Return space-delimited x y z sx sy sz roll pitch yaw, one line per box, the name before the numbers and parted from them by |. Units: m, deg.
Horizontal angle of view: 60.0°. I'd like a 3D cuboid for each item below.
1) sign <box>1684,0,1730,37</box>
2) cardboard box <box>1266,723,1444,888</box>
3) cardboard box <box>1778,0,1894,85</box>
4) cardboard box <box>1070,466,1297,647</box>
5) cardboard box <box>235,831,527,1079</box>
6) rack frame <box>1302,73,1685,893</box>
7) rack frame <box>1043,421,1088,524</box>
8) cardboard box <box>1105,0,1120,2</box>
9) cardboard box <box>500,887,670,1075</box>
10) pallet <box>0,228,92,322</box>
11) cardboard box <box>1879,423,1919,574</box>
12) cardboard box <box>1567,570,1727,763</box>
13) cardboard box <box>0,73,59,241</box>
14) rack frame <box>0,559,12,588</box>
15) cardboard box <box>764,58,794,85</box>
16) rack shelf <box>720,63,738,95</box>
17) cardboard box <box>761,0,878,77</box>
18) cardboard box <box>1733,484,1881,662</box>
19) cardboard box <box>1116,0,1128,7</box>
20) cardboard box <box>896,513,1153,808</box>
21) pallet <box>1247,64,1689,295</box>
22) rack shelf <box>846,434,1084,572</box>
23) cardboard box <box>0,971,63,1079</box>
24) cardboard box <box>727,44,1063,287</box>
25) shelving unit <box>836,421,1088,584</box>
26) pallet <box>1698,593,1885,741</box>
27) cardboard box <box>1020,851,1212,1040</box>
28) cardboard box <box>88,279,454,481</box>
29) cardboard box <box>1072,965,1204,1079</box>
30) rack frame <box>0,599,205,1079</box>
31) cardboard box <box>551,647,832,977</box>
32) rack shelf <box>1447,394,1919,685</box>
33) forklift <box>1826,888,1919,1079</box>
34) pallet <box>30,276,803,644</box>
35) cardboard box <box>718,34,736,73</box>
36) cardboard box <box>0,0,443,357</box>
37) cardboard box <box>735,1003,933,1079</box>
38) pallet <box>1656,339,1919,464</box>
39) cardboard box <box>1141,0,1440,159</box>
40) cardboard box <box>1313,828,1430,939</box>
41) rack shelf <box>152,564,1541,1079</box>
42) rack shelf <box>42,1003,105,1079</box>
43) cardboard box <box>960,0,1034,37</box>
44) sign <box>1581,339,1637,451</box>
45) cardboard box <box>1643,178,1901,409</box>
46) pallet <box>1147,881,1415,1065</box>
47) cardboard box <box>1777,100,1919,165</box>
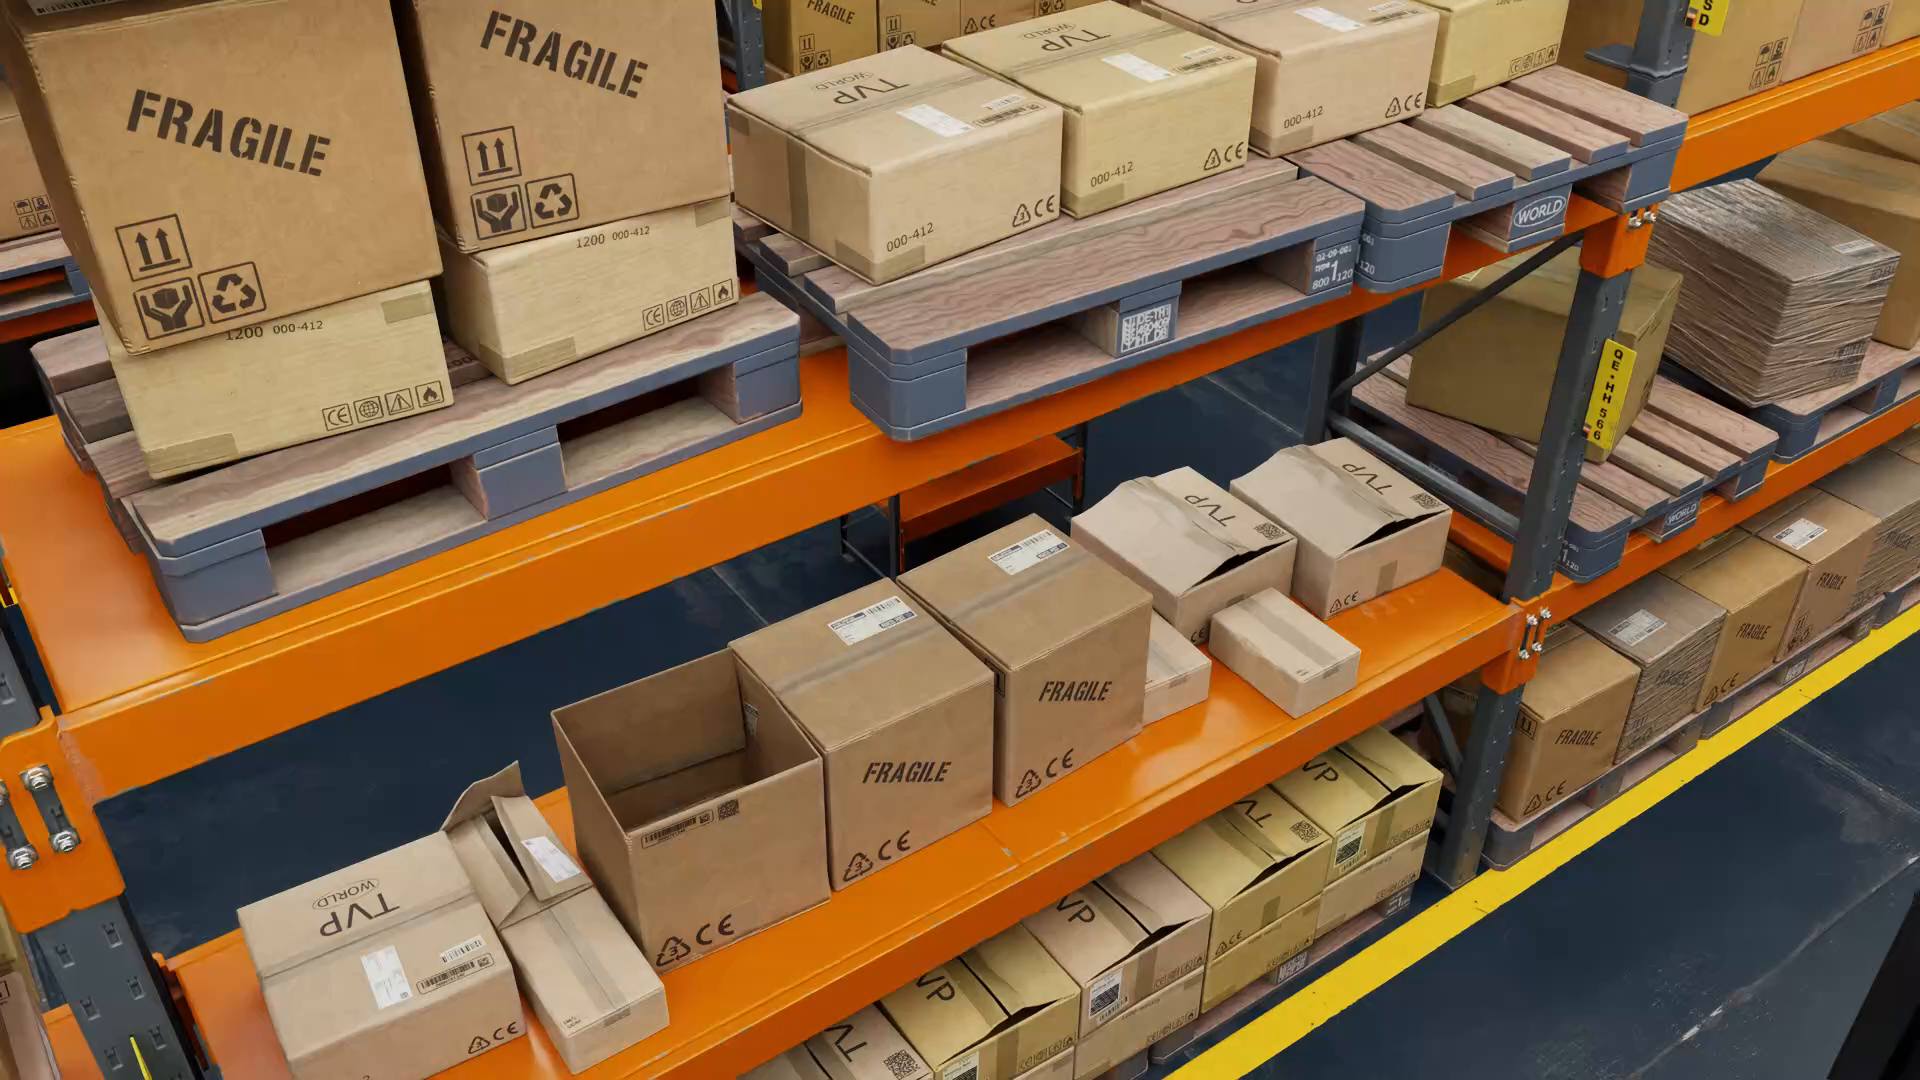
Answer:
sign | 1.848 -1.399 4.047 0.005 0.325 0.100 -22 41 -28
cardboard box | 1.249 0.805 5.577 0.500 0.311 0.500 -21 41 -27
cardboard box | 2.289 -1.800 5.029 0.500 0.500 0.910 -22 41 -28
cardboard box | 0.692 0.037 5.205 0.500 0.311 0.500 -23 42 -28
cardboard box | -1.357 1.013 3.901 0.500 0.250 0.500 -20 40 -25
rack frame | 1.535 -0.207 5.469 0.127 3.000 1.000 -22 41 -28
rack frame | 0.421 -0.630 7.662 0.032 1.125 0.500 -22 41 -28
cardboard box | 0.889 -3.468 9.646 0.500 0.500 0.500 -22 41 -28
cardboard box | -0.893 1.040 3.950 0.250 0.149 0.380 -22 41 -28
pallet | -3.883 -1.334 7.201 1.213 0.211 1.003 -22 41 -28
cardboard box | 4.157 -0.251 7.295 0.500 0.500 0.500 -22 41 -28
cardboard box | 2.496 0.434 6.342 0.500 0.500 0.500 -24 42 -29
cardboard box | -4.156 -1.599 6.942 0.500 0.500 0.700 -22 41 -28
rack frame | -4.591 -1.225 6.884 0.127 3.000 1.000 -22 41 -28
cardboard box | -0.919 -2.476 8.822 0.250 0.149 0.380 -23 42 -29
rack shelf | 0.313 -2.951 9.900 4.000 0.370 1.077 -22 41 -28
cardboard box | -0.777 -2.781 8.690 0.500 0.500 0.500 -21 41 -27
cardboard box | 3.333 0.089 6.821 0.500 0.500 0.500 -24 42 -29
cardboard box | 0.771 -3.166 9.782 0.250 0.149 0.380 -24 42 -29
cardboard box | 0.173 0.324 4.644 0.500 0.500 0.500 -25 42 -30
pallet | 1.032 -1.077 4.272 1.003 0.211 1.213 -20 40 -26
rack shelf | 0.006 -0.260 7.567 1.000 0.278 0.538 -22 41 -28
cardboard box | -1.833 1.028 3.110 0.250 0.149 0.380 -22 41 -28
cardboard box | -0.136 -0.803 3.497 0.500 0.250 0.500 -26 43 -32
shelving unit | 0.006 -0.459 7.425 1.048 1.125 0.538 -22 41 -28
pallet | 3.163 0.284 7.175 1.213 0.211 1.003 -22 41 -28
cardboard box | 0.413 1.151 5.096 0.500 0.311 0.500 -23 41 -28
cardboard box | -1.225 -0.392 2.925 0.500 0.250 0.500 -18 39 -23
cardboard box | 0.413 1.375 5.265 0.500 0.250 0.500 -21 41 -27
rack frame | -1.735 1.138 3.598 0.127 3.000 1.000 -22 41 -28
cardboard box | -0.667 0.670 4.164 0.500 0.500 0.500 -19 40 -25
rack shelf | 3.170 -0.588 6.614 4.000 0.370 1.077 -22 41 -28
forklift | 2.620 1.208 3.560 3.031 2.935 1.130 -21 41 -26
pallet | -1.021 -0.305 3.199 1.217 0.209 0.805 -24 42 -30
cardboard box | -1.203 -2.708 9.144 0.250 0.149 0.380 -22 41 -27
cardboard box | -1.208 -0.682 2.687 0.500 0.500 0.500 -22 41 -27
cardboard box | -0.419 1.496 4.616 0.500 0.311 0.500 -24 42 -29
pallet | 3.122 -0.786 6.438 1.213 0.211 1.003 -22 41 -28
cardboard box | 0.779 -1.170 4.008 0.500 0.250 0.500 -21 41 -27
cardboard box | 1.245 1.032 5.741 0.500 0.250 0.500 -21 41 -27
rack shelf | -0.100 0.758 4.744 4.000 0.370 1.077 -22 41 -28
rack shelf | -3.369 2.103 2.873 4.000 0.370 1.077 -22 41 -28
cardboard box | 0.062 -3.119 9.160 0.500 0.500 0.500 -23 41 -28
sign | 1.857 -0.413 4.764 0.005 0.325 0.100 -22 41 -28
cardboard box | 2.842 -0.900 5.988 0.500 0.500 0.700 -15 38 -19
pallet | 0.840 1.183 5.924 1.213 0.211 1.003 -22 41 -28
cardboard box | 3.763 -1.450 6.751 0.500 0.500 0.700 -16 39 -21
